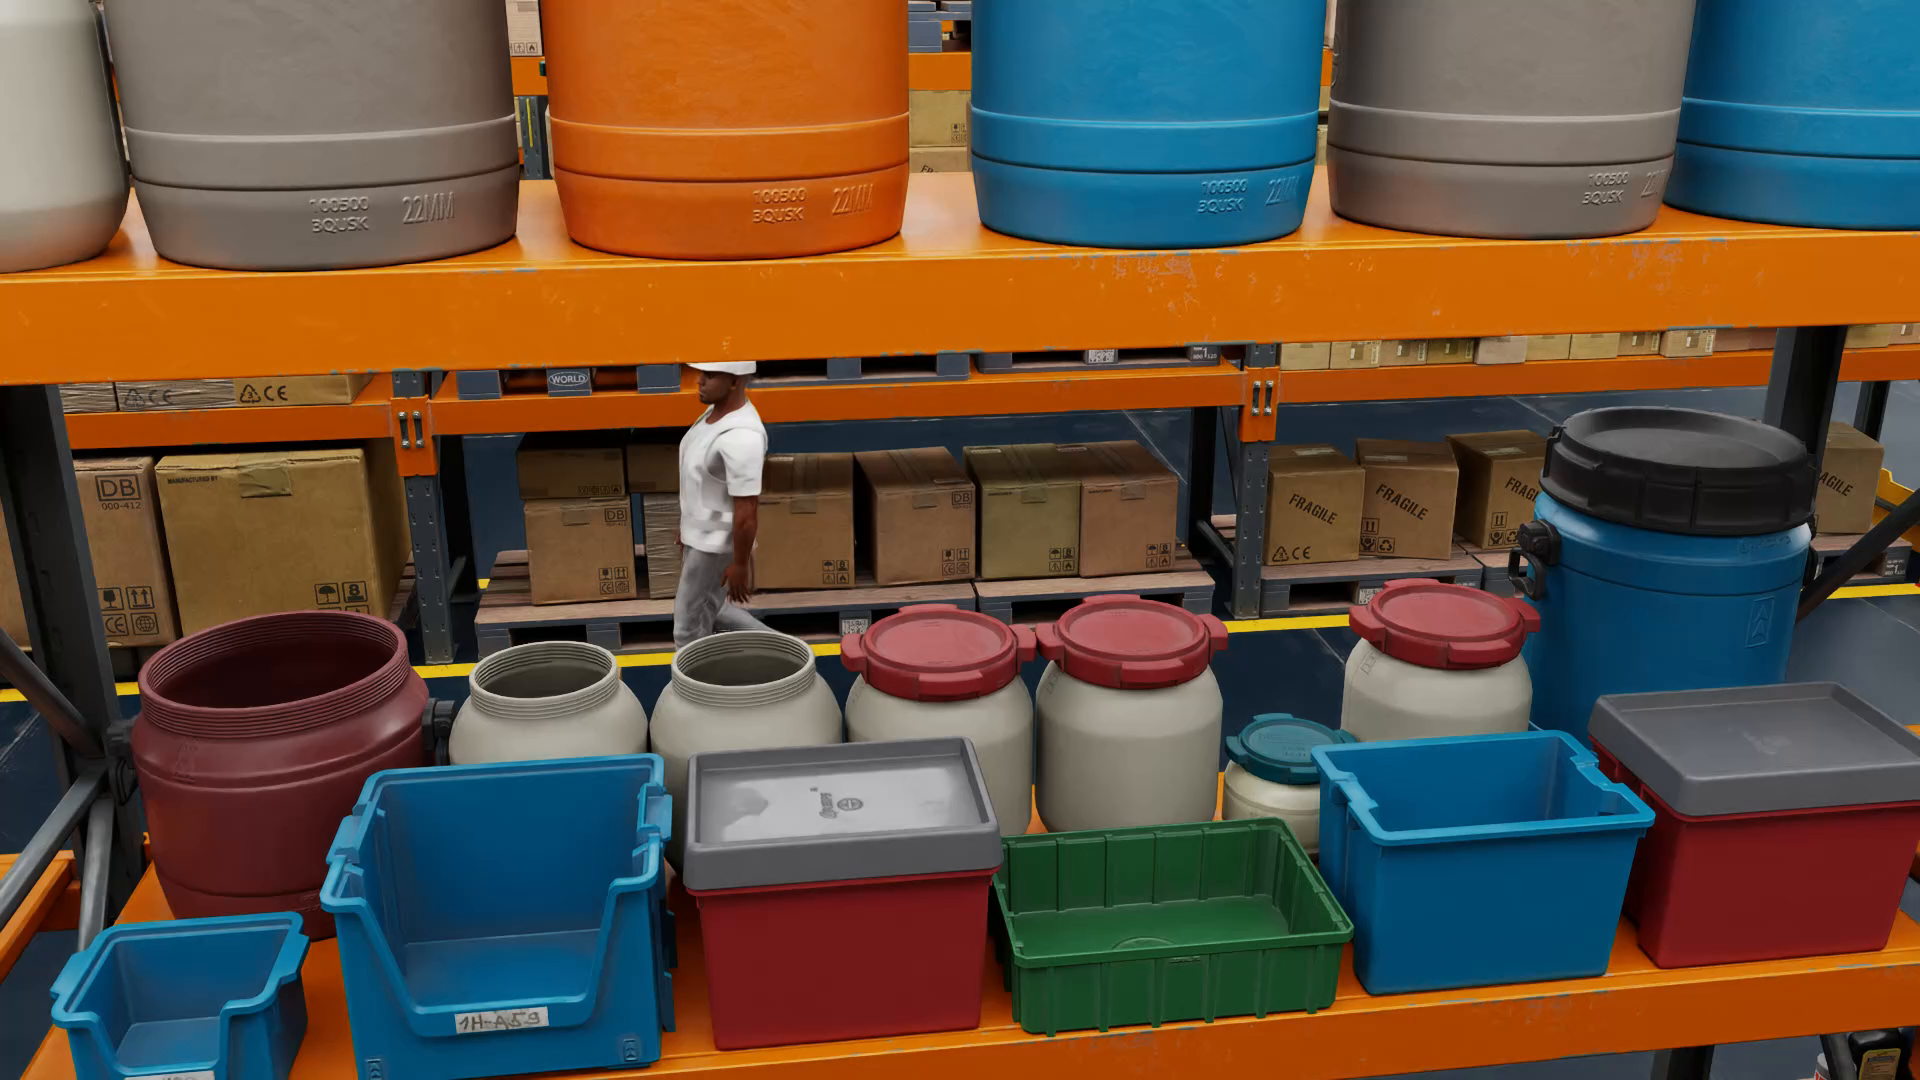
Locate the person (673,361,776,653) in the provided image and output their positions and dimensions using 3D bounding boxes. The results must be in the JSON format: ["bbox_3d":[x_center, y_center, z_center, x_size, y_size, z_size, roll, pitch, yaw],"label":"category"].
[{"bbox_3d":[-1.052,0.001,7.011,0.810,1.748,0.577,-4,20,-12],"label":"person"}]
